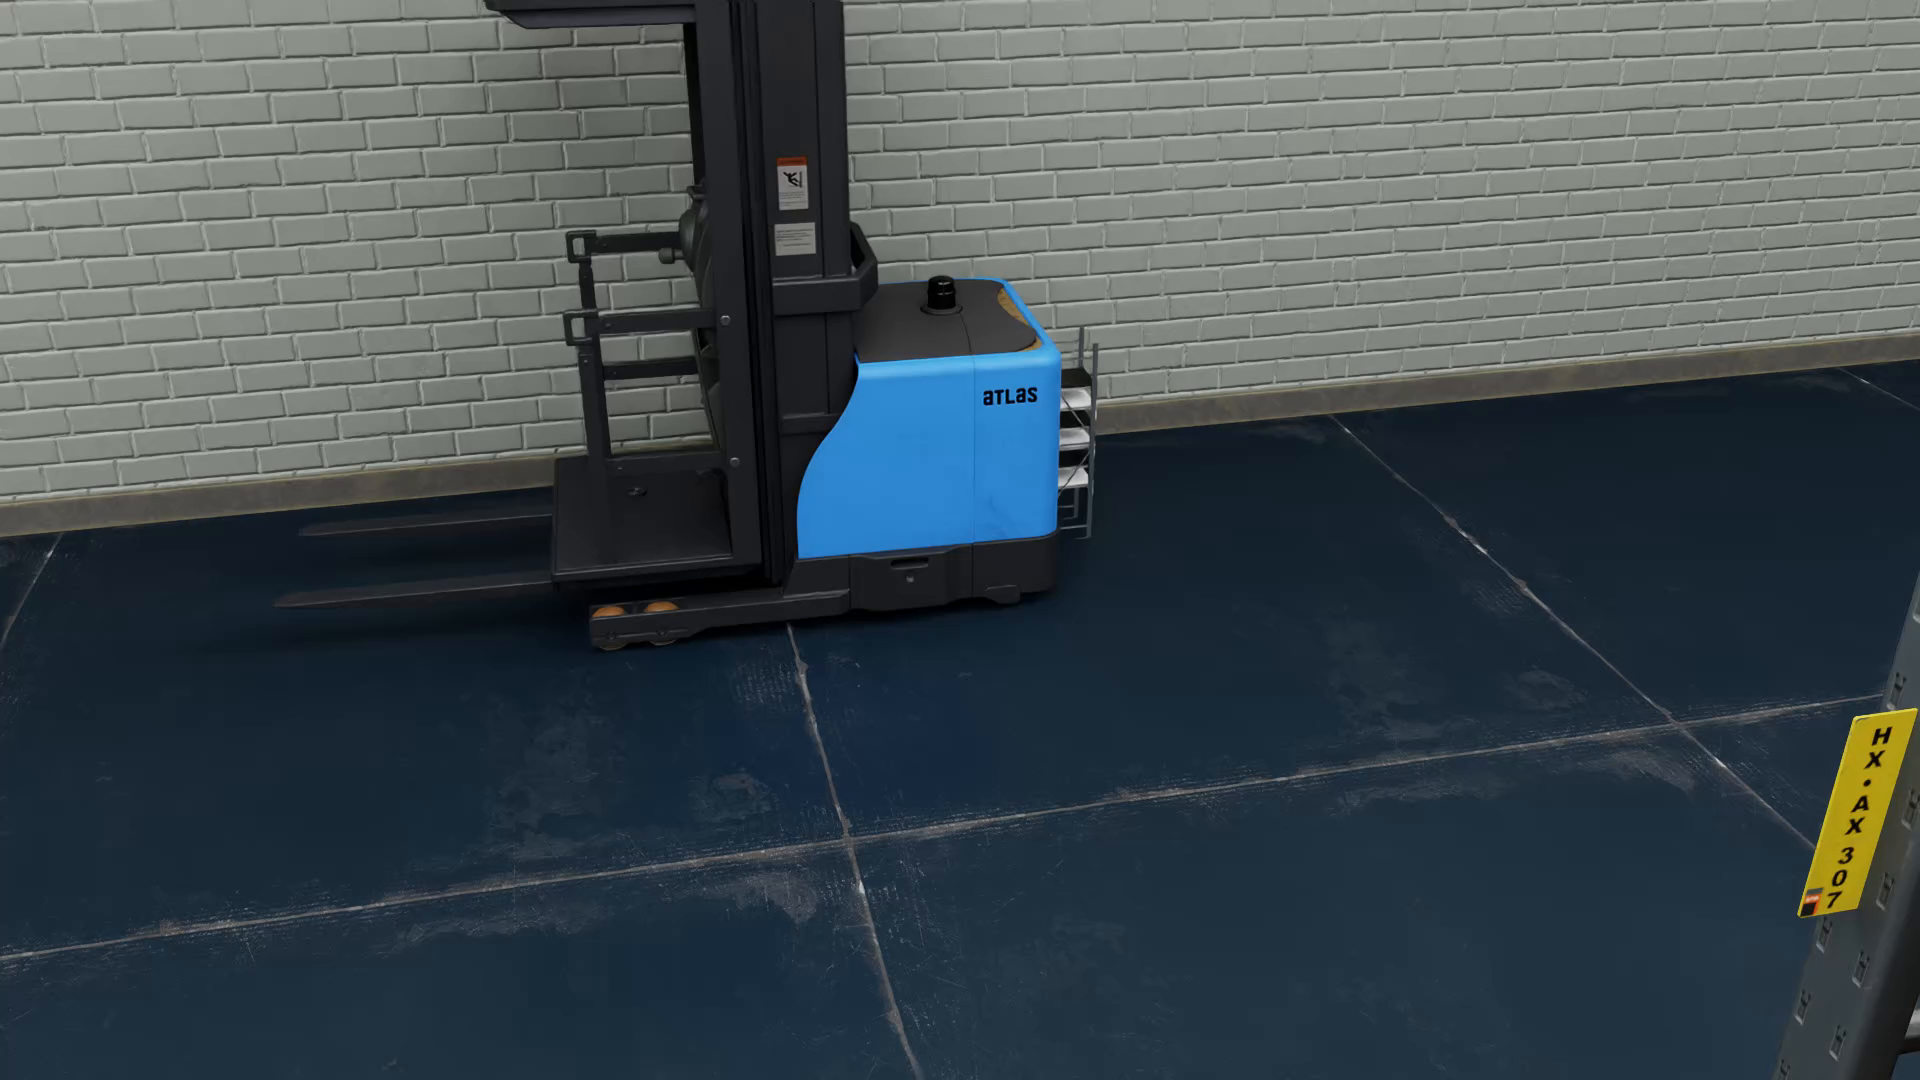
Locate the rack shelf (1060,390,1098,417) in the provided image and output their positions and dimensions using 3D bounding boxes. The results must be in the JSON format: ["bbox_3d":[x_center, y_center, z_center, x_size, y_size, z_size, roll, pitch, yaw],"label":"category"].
[{"bbox_3d":[0.432,-0.575,7.066,0.258,0.077,0.200,-6,27,-11],"label":"rack shelf"}]

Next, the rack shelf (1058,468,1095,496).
[{"bbox_3d":[0.432,-0.254,7.228,0.258,0.077,0.200,-6,27,-11],"label":"rack shelf"}]

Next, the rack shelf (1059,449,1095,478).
[{"bbox_3d":[0.432,-0.334,7.188,0.258,0.077,0.200,-6,27,-11],"label":"rack shelf"}]

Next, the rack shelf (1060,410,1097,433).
[{"bbox_3d":[0.432,-0.495,7.106,0.258,0.077,0.200,-6,27,-11],"label":"rack shelf"}]

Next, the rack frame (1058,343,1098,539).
[{"bbox_3d":[0.454,-0.400,7.043,0.240,0.900,0.006,-6,27,-11],"label":"rack frame"}]

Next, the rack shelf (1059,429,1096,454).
[{"bbox_3d":[0.432,-0.415,7.147,0.258,0.077,0.200,-6,27,-11],"label":"rack shelf"}]

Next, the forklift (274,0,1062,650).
[{"bbox_3d":[-1.168,-1.143,6.262,3.031,2.935,1.130,-5,27,-10],"label":"forklift"}]

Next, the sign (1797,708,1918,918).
[{"bbox_3d":[1.203,0.370,2.228,0.100,0.325,0.005,-6,27,-12],"label":"sign"}]

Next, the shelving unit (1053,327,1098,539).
[{"bbox_3d":[0.432,-0.444,7.132,0.258,0.900,0.210,-6,27,-11],"label":"shelving unit"}]

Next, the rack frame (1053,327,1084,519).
[{"bbox_3d":[0.409,-0.489,7.221,0.240,0.900,0.006,-6,27,-11],"label":"rack frame"}]

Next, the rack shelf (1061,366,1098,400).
[{"bbox_3d":[0.432,-0.656,7.025,0.258,0.077,0.200,-6,27,-11],"label":"rack shelf"}]
